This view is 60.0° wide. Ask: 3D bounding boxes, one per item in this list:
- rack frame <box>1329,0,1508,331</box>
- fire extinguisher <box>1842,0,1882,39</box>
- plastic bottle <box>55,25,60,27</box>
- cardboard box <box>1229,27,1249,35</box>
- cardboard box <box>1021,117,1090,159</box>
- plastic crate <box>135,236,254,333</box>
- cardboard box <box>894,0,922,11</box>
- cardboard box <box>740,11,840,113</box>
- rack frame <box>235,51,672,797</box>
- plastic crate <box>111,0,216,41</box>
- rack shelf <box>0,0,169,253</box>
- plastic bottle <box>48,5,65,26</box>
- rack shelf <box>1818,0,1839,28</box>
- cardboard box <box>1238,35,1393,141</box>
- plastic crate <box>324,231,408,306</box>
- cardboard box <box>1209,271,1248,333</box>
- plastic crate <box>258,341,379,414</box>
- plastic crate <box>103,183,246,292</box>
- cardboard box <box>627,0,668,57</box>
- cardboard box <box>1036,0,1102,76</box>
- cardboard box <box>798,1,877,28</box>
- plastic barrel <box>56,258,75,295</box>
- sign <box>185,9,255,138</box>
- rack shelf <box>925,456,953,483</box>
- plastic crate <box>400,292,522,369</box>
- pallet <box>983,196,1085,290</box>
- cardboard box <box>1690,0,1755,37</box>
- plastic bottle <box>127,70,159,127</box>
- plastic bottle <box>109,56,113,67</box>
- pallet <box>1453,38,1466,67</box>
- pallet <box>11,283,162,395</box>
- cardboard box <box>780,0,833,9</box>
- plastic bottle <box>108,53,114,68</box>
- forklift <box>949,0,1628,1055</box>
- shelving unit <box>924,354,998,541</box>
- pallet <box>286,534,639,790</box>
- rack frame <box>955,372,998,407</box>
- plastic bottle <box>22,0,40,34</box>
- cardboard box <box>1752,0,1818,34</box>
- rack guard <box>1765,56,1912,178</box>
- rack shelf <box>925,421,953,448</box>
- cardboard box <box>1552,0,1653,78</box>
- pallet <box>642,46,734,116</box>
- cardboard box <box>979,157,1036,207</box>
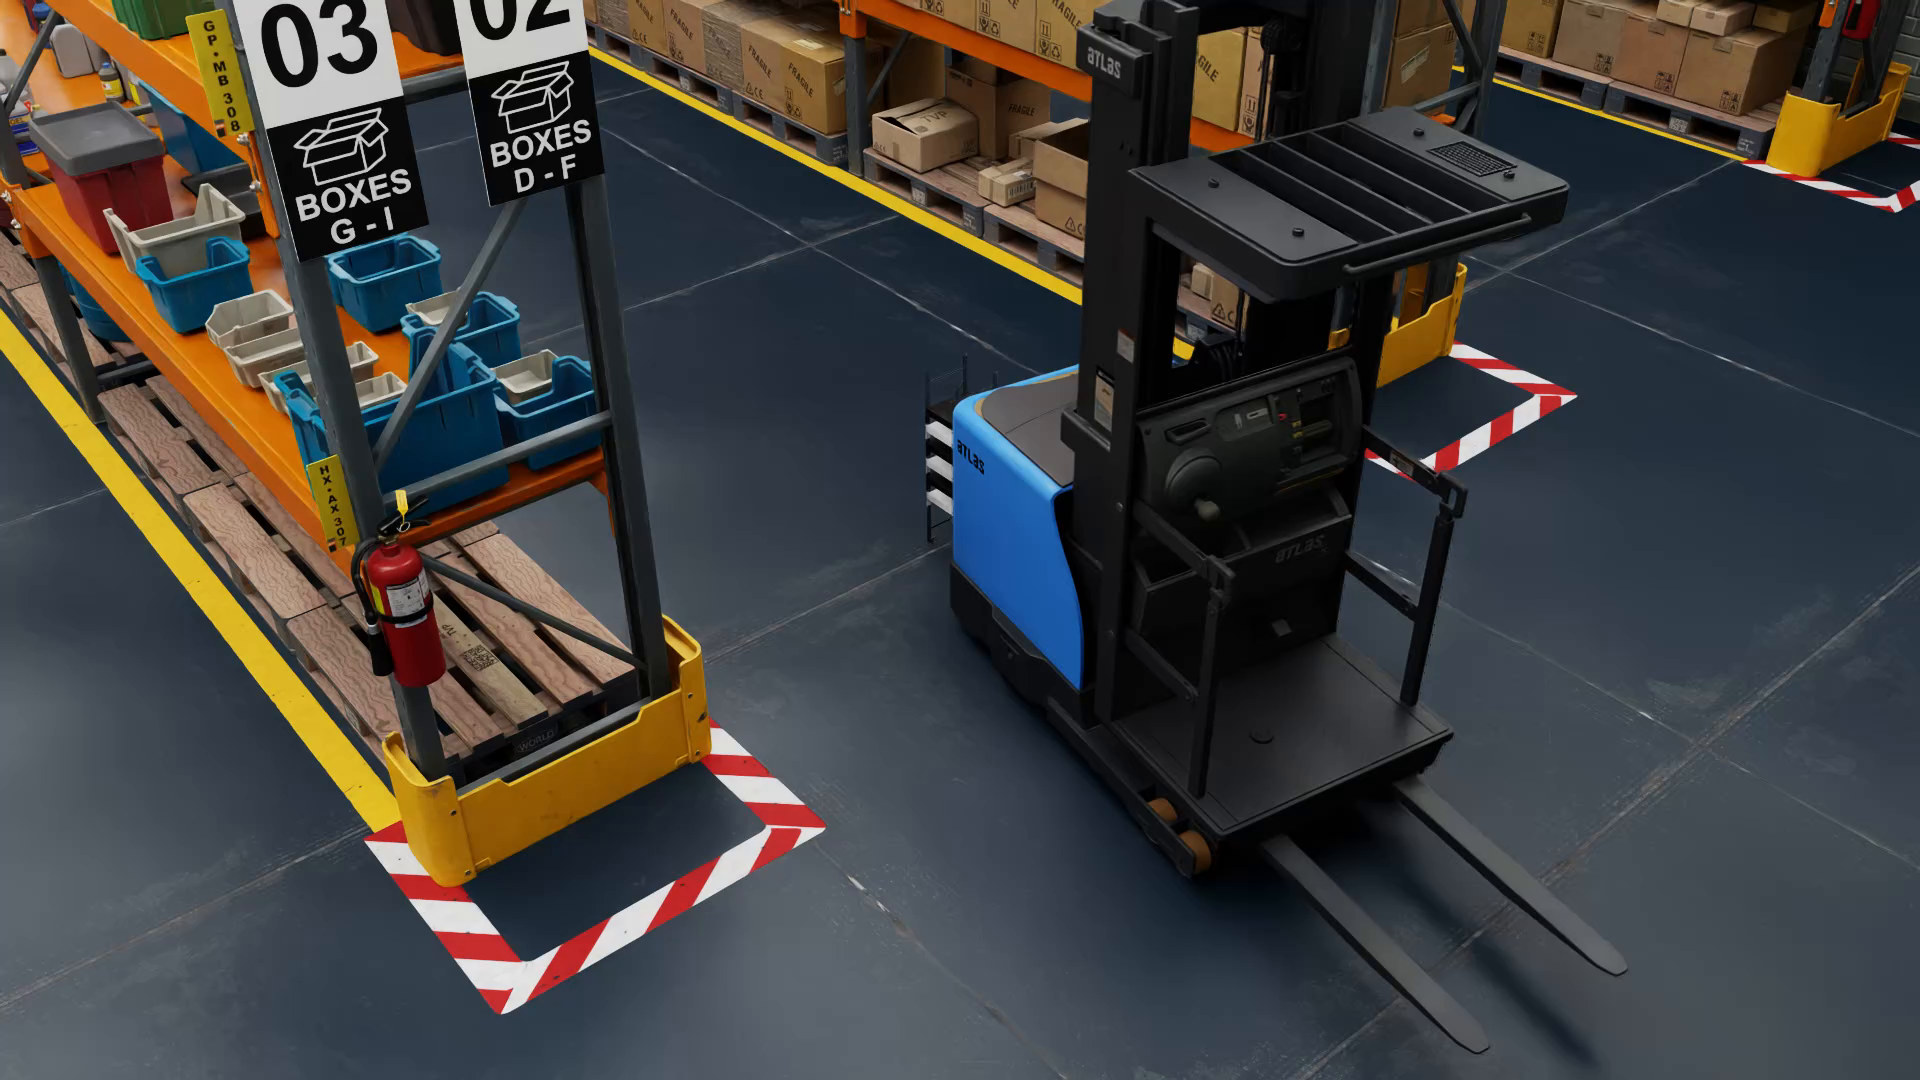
[{"bbox_3d":[2.249,-2.103,8.124,1.000,3.000,0.127,-26,43,-32],"label":"rack frame"},{"bbox_3d":[5.776,-3.530,10.528,0.296,0.674,0.183,-26,43,-32],"label":"fire extinguisher"},{"bbox_3d":[-4.956,-2.745,9.202,0.097,0.201,0.097,0,35,0],"label":"plastic bottle"},{"bbox_3d":[1.425,-2.868,8.253,0.500,0.500,0.500,-25,42,-31],"label":"cardboard box"},{"bbox_3d":[0.736,-2.474,10.594,0.500,0.311,0.500,-26,43,-32],"label":"cardboard box"},{"bbox_3d":[-3.058,-1.024,6.694,0.416,0.233,0.300,-26,43,-32],"label":"plastic crate"},{"bbox_3d":[-0.211,-3.583,10.127,0.500,0.500,0.500,-25,42,-31],"label":"cardboard box"},{"bbox_3d":[-1.182,-3.361,11.682,0.500,0.500,0.500,-26,43,-32],"label":"cardboard box"},{"bbox_3d":[-1.537,-0.257,5.517,1.000,3.000,0.127,-26,43,-32],"label":"rack frame"},{"bbox_3d":[-2.392,-1.724,5.176,0.450,0.188,0.336,-26,43,-32],"label":"plastic crate"},{"bbox_3d":[-5.409,-2.612,9.466,1.077,0.370,4.000,-26,43,-32],"label":"rack shelf"},{"bbox_3d":[-5.099,-3.018,9.459,0.144,0.351,0.185,-26,43,-32],"label":"plastic bottle"},{"bbox_3d":[4.740,-4.541,12.189,1.077,0.370,4.000,-26,43,-32],"label":"rack shelf"},{"bbox_3d":[1.752,-2.240,8.231,0.500,0.500,0.500,-25,42,-30],"label":"cardboard box"},{"bbox_3d":[-2.488,-1.159,6.884,0.416,0.233,0.300,-26,43,-32],"label":"plastic crate"},{"bbox_3d":[1.710,-1.410,8.928,0.500,0.500,0.500,-26,43,-32],"label":"cardboard box"},{"bbox_3d":[-2.378,-0.600,6.178,0.396,0.136,0.243,-26,43,-32],"label":"plastic crate"},{"bbox_3d":[-3.274,-1.256,6.979,0.437,0.282,0.530,-26,43,-32],"label":"plastic crate"},{"bbox_3d":[-2.176,-4.034,12.633,0.500,0.500,0.500,-27,43,-32],"label":"cardboard box"},{"bbox_3d":[0.772,-2.912,9.180,0.500,0.500,0.500,-27,43,-32],"label":"cardboard box"},{"bbox_3d":[-0.811,-3.564,11.969,0.500,0.500,0.500,-25,42,-31],"label":"cardboard box"},{"bbox_3d":[-4.913,-1.897,9.286,0.600,0.901,0.708,-26,43,-32],"label":"plastic barrel"},{"bbox_3d":[-1.947,-1.226,4.381,0.100,0.325,0.005,-26,43,-32],"label":"sign"},{"bbox_3d":[0.005,-0.336,7.504,0.258,0.077,0.200,-26,43,-32],"label":"rack shelf"},{"bbox_3d":[-1.870,-0.736,6.286,0.416,0.233,0.300,-26,43,-32],"label":"plastic crate"},{"bbox_3d":[0.902,-1.888,10.234,1.003,0.211,1.213,-26,43,-32],"label":"pallet"},{"bbox_3d":[5.281,-3.628,11.516,0.380,0.149,0.250,-27,43,-32],"label":"cardboard box"},{"bbox_3d":[-4.124,-2.297,8.441,0.144,0.351,0.185,-26,43,-32],"label":"plastic bottle"},{"bbox_3d":[-4.602,-2.688,9.052,0.061,0.283,0.133,-26,43,-32],"label":"plastic bottle"},{"bbox_3d":[3.881,-4.215,13.519,1.003,0.211,1.213,-26,43,-32],"label":"pallet"},{"bbox_3d":[-4.584,-1.241,9.320,1.003,0.211,1.213,-26,43,-32],"label":"pallet"},{"bbox_3d":[-1.103,-4.080,12.049,0.500,0.250,0.500,-26,43,-32],"label":"cardboard box"},{"bbox_3d":[-4.542,-2.597,8.994,0.097,0.201,0.097,0,35,0],"label":"plastic bottle"},{"bbox_3d":[1.127,-0.283,5.613,1.130,2.935,3.031,-18,39,-24],"label":"forklift"},{"bbox_3d":[0.005,-0.364,7.485,0.258,0.900,0.210,-26,43,-32],"label":"shelving unit"},{"bbox_3d":[-2.040,0.502,6.858,1.003,0.211,1.213,-26,43,-32],"label":"pallet"},{"bbox_3d":[0.071,-0.319,7.421,0.240,0.900,0.006,-26,43,-32],"label":"rack frame"},{"bbox_3d":[-5.366,-3.082,9.607,0.061,0.283,0.133,-26,43,-32],"label":"plastic bottle"},{"bbox_3d":[5.736,-3.659,11.559,0.380,0.149,0.250,-26,43,-31],"label":"cardboard box"},{"bbox_3d":[6.047,-2.921,11.442,1.175,0.500,0.348,-26,43,-32],"label":"rack guard"},{"bbox_3d":[0.005,-0.483,7.400,0.258,0.077,0.200,-26,43,-32],"label":"rack shelf"},{"bbox_3d":[4.855,-3.818,12.345,0.700,0.500,0.500,-28,44,-33],"label":"cardboard box"},{"bbox_3d":[-1.677,-3.615,12.671,1.003,0.211,1.213,-26,43,-32],"label":"pallet"},{"bbox_3d":[0.339,-2.248,10.399,0.380,0.166,0.250,-26,43,-32],"label":"cardboard box"}]
